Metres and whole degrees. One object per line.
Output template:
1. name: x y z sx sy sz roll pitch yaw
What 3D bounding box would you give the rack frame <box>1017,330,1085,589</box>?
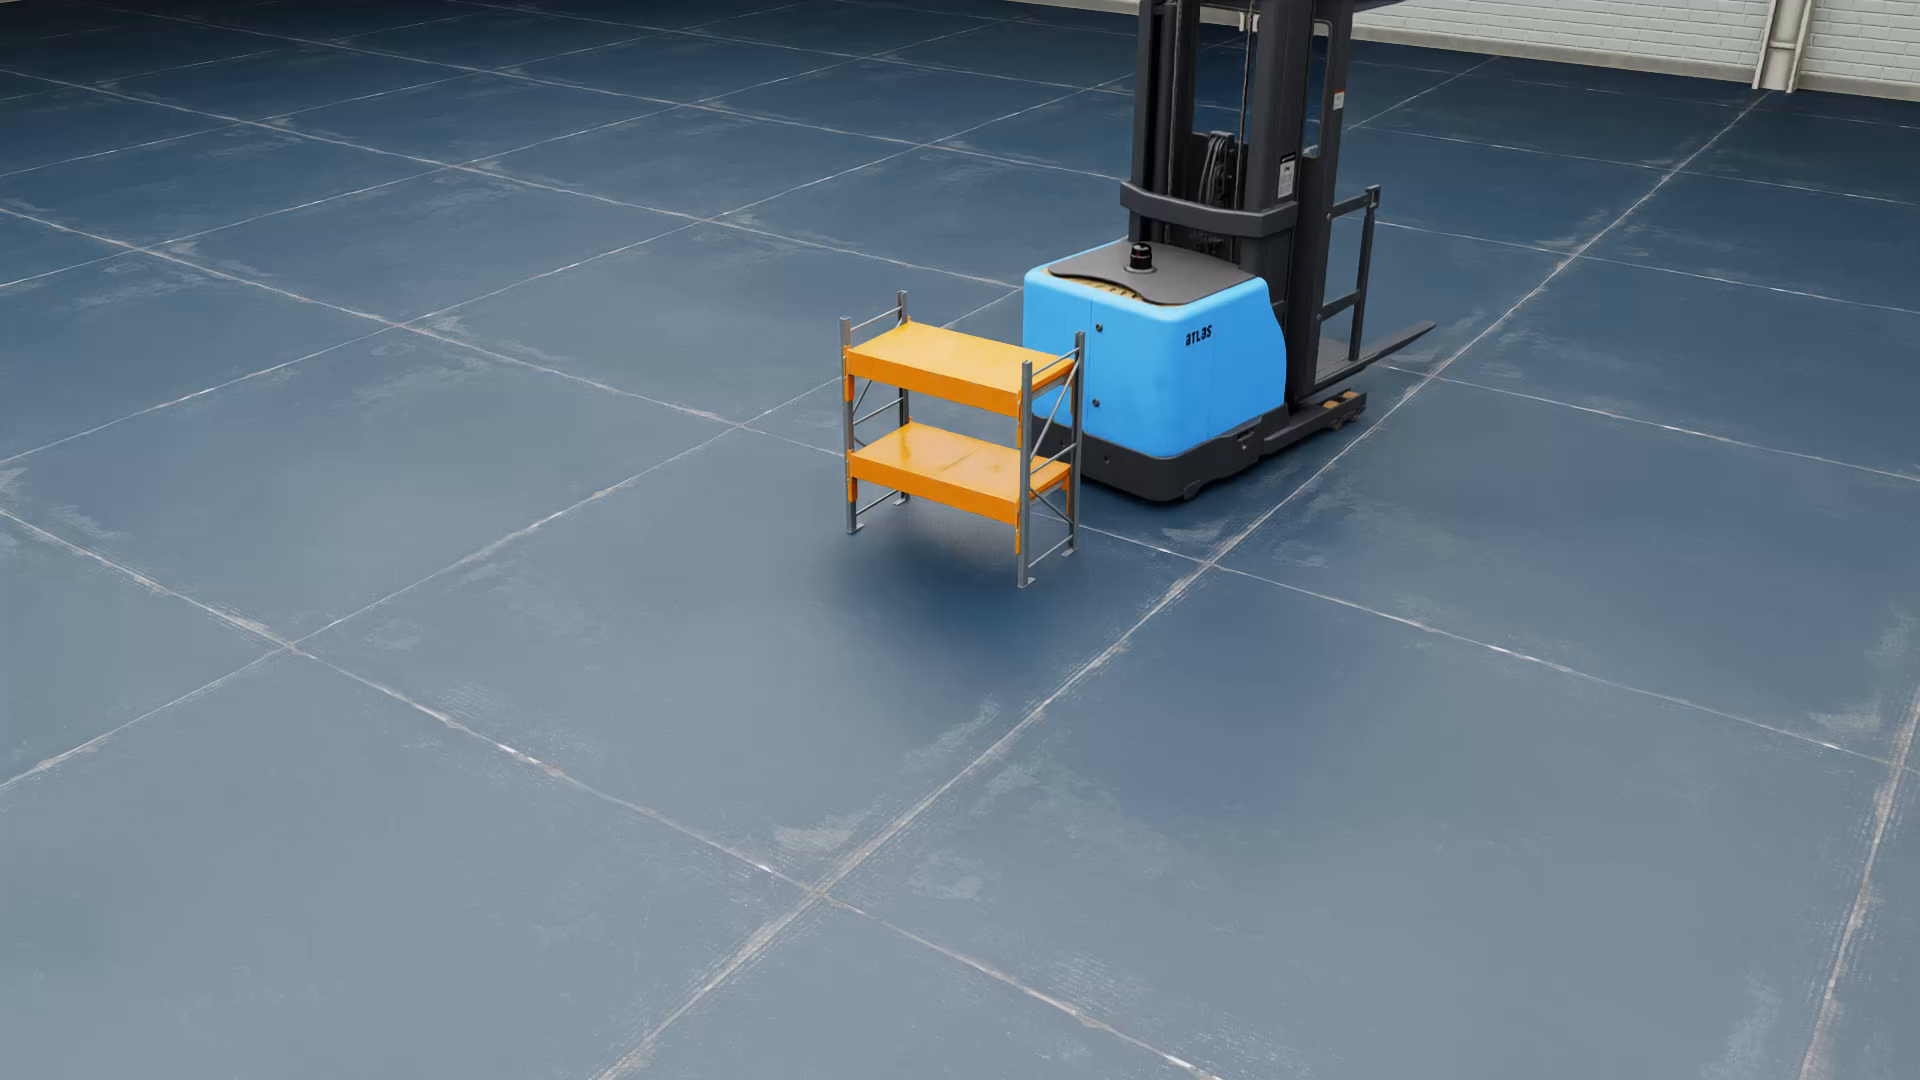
1. rack frame: 0.425 -0.369 7.735 0.032 1.125 0.500 17 32 30

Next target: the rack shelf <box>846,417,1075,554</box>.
1. rack shelf: 0.006 -0.282 8.102 1.000 0.278 0.538 17 32 30

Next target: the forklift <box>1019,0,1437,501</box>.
1. forklift: 1.701 -2.078 9.101 1.130 2.935 3.031 24 35 38

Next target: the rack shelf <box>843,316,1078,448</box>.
1. rack shelf: 0.006 -0.760 7.859 1.000 0.278 0.538 17 32 30

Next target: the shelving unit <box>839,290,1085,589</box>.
1. shelving unit: 0.006 -0.500 7.991 1.048 1.125 0.538 17 32 30

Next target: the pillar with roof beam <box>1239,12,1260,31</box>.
1. pillar with roof beam: 1.291 -8.755 15.531 0.400 9.000 9.100 17 32 30

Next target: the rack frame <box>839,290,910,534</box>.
1. rack frame: -0.413 -0.630 8.248 0.032 1.125 0.500 17 32 30

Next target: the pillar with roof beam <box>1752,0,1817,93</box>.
1. pillar with roof beam: 6.236 -7.214 12.504 0.400 9.000 9.100 17 32 30
